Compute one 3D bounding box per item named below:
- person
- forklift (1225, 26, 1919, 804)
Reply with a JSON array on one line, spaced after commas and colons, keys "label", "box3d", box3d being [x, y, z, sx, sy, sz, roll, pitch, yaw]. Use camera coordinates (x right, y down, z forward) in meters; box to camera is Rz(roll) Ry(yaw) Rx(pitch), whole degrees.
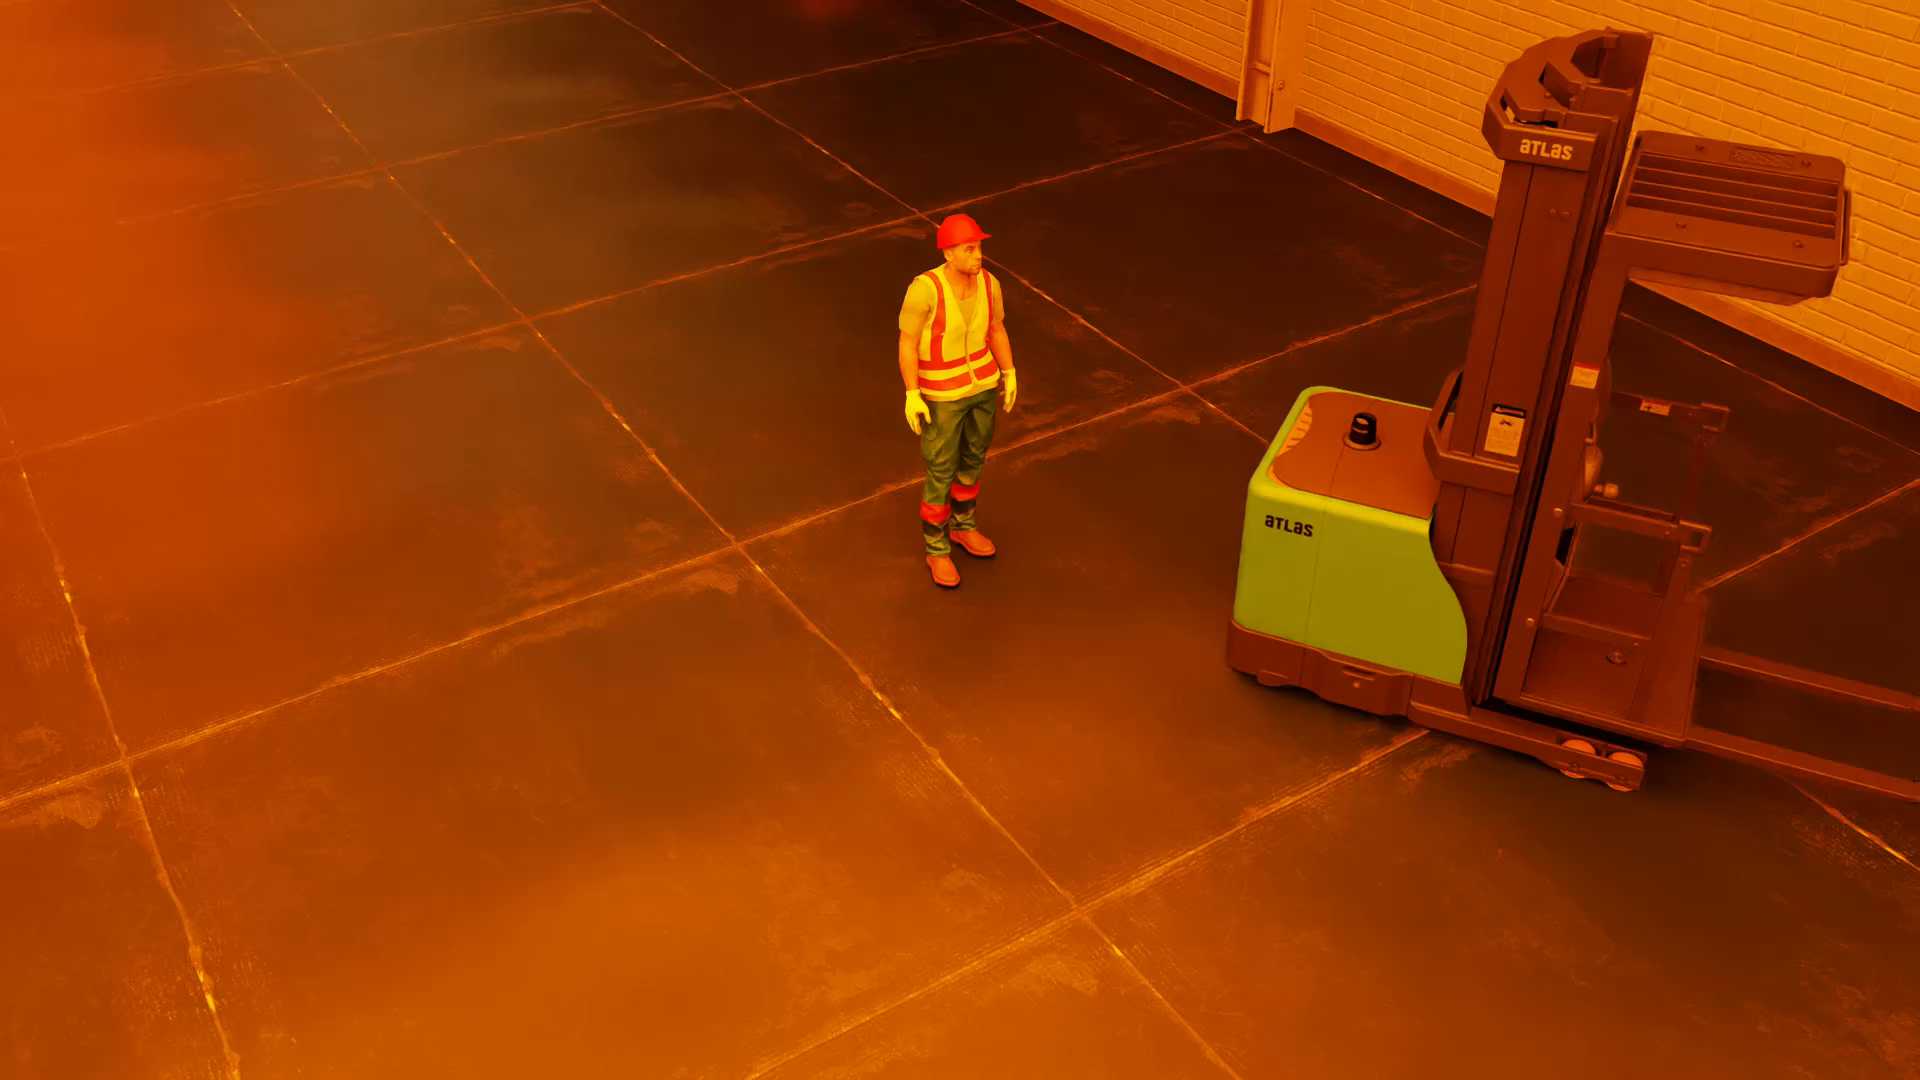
[{"label": "person", "box3d": [0.034, -0.696, 8.119, 0.638, 1.787, 0.564, -21, 40, -27]}, {"label": "forklift", "box3d": [2.803, -0.468, 6.814, 3.031, 2.935, 1.130, 15, 38, 20]}]
